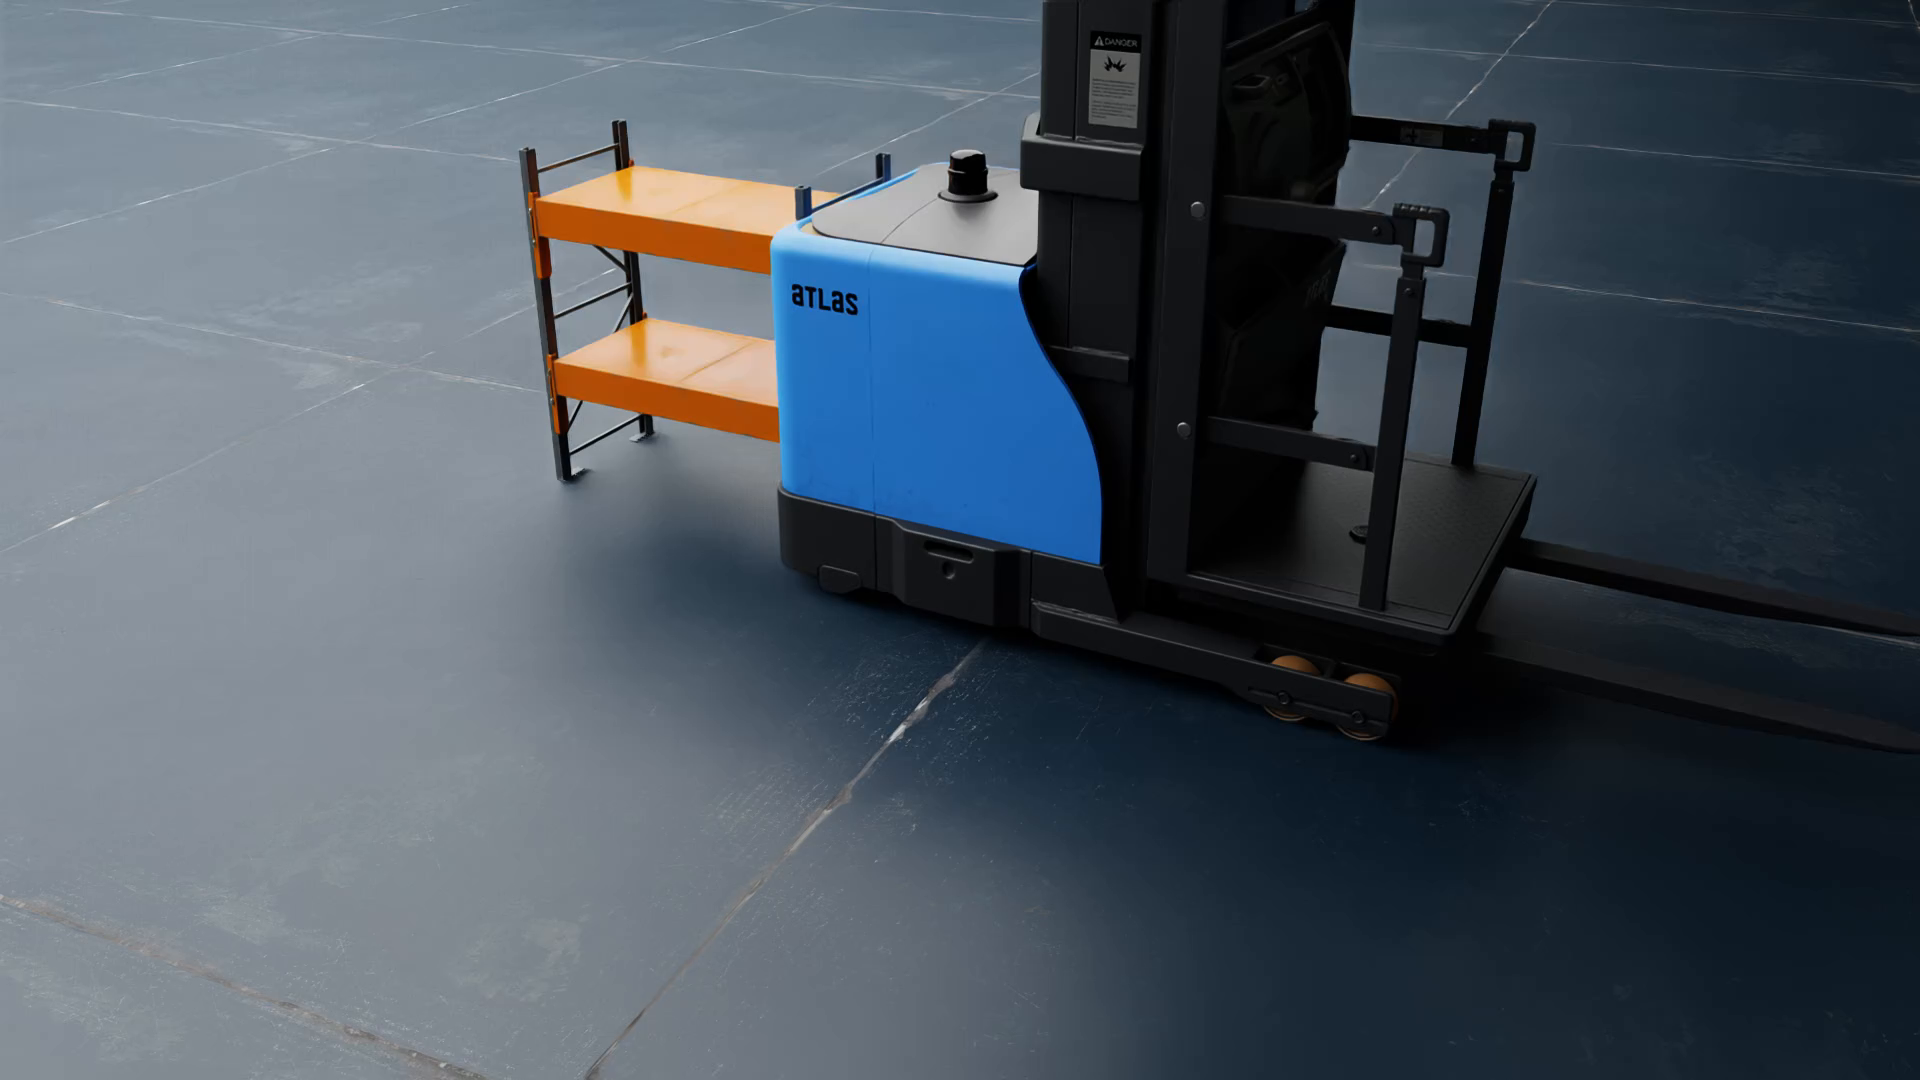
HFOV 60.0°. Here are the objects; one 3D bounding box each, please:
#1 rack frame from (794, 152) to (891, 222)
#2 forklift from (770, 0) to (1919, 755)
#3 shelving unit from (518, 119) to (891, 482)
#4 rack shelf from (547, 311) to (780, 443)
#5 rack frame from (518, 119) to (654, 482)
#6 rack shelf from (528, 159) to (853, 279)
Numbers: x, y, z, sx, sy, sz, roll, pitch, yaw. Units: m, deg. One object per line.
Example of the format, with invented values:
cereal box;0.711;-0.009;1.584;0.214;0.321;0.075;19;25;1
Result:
rack frame;-0.344;-0.594;5.183;0.032;1.125;0.500;13;29;25
forklift;1.010;-1.075;4.114;3.031;2.935;1.130;13;29;25
shelving unit;-0.793;-0.698;5.395;1.048;1.125;0.538;13;29;25
rack shelf;-0.793;-0.479;5.503;1.000;0.278;0.538;13;29;25
rack frame;-1.243;-0.803;5.608;0.032;1.125;0.500;13;29;25
rack shelf;-0.793;-0.961;5.266;1.000;0.278;0.538;13;29;25
